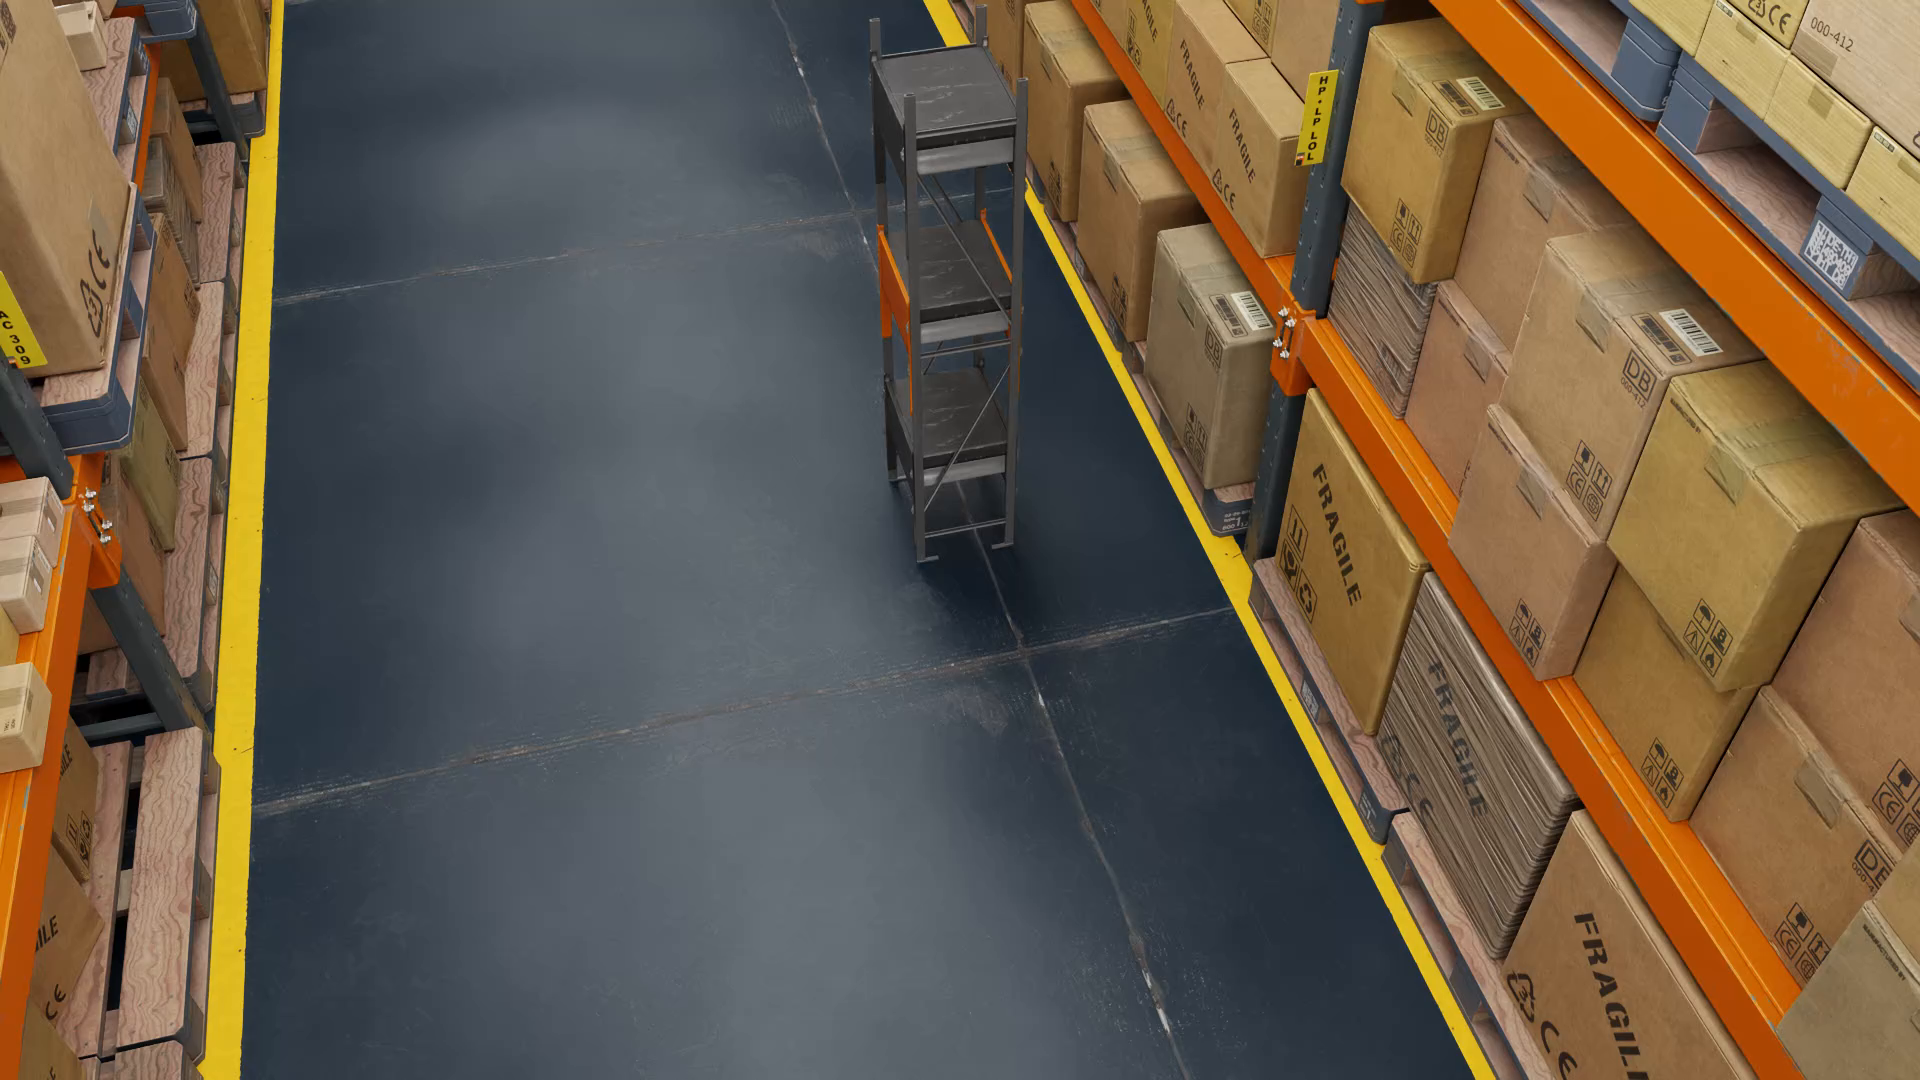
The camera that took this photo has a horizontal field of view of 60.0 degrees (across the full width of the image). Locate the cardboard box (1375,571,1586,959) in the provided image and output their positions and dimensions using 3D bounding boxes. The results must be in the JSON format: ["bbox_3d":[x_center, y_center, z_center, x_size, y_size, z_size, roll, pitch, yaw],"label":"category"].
[{"bbox_3d":[1.963,0.625,5.230,0.875,0.875,0.875,-10,46,-10],"label":"cardboard box"}]

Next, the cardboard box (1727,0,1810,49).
[{"bbox_3d":[1.750,-1.238,3.296,0.500,0.250,0.500,-11,47,-11],"label":"cardboard box"}]

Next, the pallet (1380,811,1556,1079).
[{"bbox_3d":[2.070,1.319,5.309,1.003,0.211,1.213,-11,47,-10],"label":"pallet"}]

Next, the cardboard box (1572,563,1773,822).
[{"bbox_3d":[2.161,0.278,4.273,0.875,0.550,0.500,-11,47,-10],"label":"cardboard box"}]

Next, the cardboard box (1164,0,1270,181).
[{"bbox_3d":[1.114,-1.735,6.280,0.500,0.500,0.500,-11,47,-11],"label":"cardboard box"}]

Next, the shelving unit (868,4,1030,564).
[{"bbox_3d":[-0.042,-0.849,6.112,0.431,2.100,0.503,-11,47,-10],"label":"shelving unit"}]

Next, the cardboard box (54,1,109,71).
[{"bbox_3d":[-3.522,-1.962,6.373,0.396,0.266,0.258,-12,47,-11],"label":"cardboard box"}]

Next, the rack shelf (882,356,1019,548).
[{"bbox_3d":[-0.042,-0.350,6.622,0.431,0.518,0.480,-11,47,-10],"label":"rack shelf"}]

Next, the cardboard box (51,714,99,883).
[{"bbox_3d":[-3.122,0.809,5.313,0.500,0.500,0.500,-12,47,-12],"label":"cardboard box"}]

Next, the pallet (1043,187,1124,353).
[{"bbox_3d":[1.049,-1.427,8.000,1.003,0.211,1.213,-11,47,-10],"label":"pallet"}]

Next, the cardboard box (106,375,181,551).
[{"bbox_3d":[-3.426,-0.242,6.330,0.700,0.500,0.500,-11,47,-11],"label":"cardboard box"}]

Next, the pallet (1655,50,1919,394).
[{"bbox_3d":[2.143,-0.651,3.250,1.003,0.211,1.213,-11,47,-10],"label":"pallet"}]

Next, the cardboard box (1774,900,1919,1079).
[{"bbox_3d":[2.358,1.046,3.520,0.875,0.550,0.550,-11,47,-10],"label":"cardboard box"}]

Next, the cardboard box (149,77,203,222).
[{"bbox_3d":[-4.019,-1.785,7.841,0.700,0.500,0.500,-13,47,-12],"label":"cardboard box"}]

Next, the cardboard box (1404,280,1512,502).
[{"bbox_3d":[1.904,-0.464,5.000,0.875,0.550,0.550,-11,47,-10],"label":"cardboard box"}]

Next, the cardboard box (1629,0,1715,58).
[{"bbox_3d":[1.662,-1.168,3.506,0.380,0.149,0.250,-11,47,-11],"label":"cardboard box"}]

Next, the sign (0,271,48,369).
[{"bbox_3d":[-2.663,-0.610,4.642,0.100,0.325,0.005,-11,47,-10],"label":"sign"}]

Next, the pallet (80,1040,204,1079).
[{"bbox_3d":[-2.664,2.074,4.569,1.003,0.211,1.213,-11,47,-10],"label":"pallet"}]

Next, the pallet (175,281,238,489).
[{"bbox_3d":[-3.702,-0.608,7.198,1.003,0.211,1.213,-11,47,-10],"label":"pallet"}]

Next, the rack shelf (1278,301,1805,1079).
[{"bbox_3d":[2.147,0.593,4.573,1.077,0.370,4.000,-11,47,-10],"label":"rack shelf"}]

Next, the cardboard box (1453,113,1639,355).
[{"bbox_3d":[1.949,-0.851,4.623,0.875,0.550,0.550,-11,47,-10],"label":"cardboard box"}]

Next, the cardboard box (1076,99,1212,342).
[{"bbox_3d":[1.146,-1.478,7.380,1.050,0.750,0.750,-11,47,-10],"label":"cardboard box"}]

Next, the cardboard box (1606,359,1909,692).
[{"bbox_3d":[2.098,-0.088,3.875,0.875,0.550,0.500,-11,47,-10],"label":"cardboard box"}]

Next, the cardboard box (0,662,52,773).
[{"bbox_3d":[-2.614,0.490,4.345,0.380,0.149,0.250,-11,47,-10],"label":"cardboard box"}]

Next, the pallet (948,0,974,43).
[{"bbox_3d":[0.412,-3.365,9.900,1.003,0.211,1.213,-11,47,-10],"label":"pallet"}]

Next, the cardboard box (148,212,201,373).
[{"bbox_3d":[-3.713,-1.014,7.085,0.700,0.500,0.500,-7,46,-7],"label":"cardboard box"}]

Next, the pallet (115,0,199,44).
[{"bbox_3d":[-3.924,-2.425,7.160,1.213,0.211,1.003,-11,47,-10],"label":"pallet"}]

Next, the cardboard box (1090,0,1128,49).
[{"bbox_3d":[0.852,-2.434,6.965,0.500,0.500,0.500,-11,47,-11],"label":"cardboard box"}]

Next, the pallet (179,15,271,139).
[{"bbox_3d":[-4.339,-2.546,9.098,1.003,0.211,1.213,-11,47,-10],"label":"pallet"}]

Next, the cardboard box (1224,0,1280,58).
[{"bbox_3d":[1.368,-2.121,5.959,0.700,0.500,0.500,-11,47,-11],"label":"cardboard box"}]

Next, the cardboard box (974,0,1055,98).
[{"bbox_3d":[0.680,-2.724,8.601,1.050,0.750,0.750,-11,47,-11],"label":"cardboard box"}]

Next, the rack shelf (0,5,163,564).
[{"bbox_3d":[-3.698,-1.332,6.459,1.077,0.370,4.000,-11,47,-10],"label":"rack shelf"}]

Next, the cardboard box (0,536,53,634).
[{"bbox_3d":[-2.792,0.154,4.675,0.380,0.149,0.250,-11,47,-10],"label":"cardboard box"}]

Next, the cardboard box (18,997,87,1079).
[{"bbox_3d":[-2.733,1.617,4.521,0.500,0.500,0.500,-15,47,-14],"label":"cardboard box"}]

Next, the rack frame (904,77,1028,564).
[{"bbox_3d":[0.020,-0.681,5.947,0.400,2.100,0.015,-11,47,-10],"label":"rack frame"}]

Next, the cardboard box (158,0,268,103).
[{"bbox_3d":[-4.366,-2.848,8.634,1.225,0.875,0.875,-13,47,-12],"label":"cardboard box"}]

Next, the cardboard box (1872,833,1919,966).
[{"bbox_3d":[2.371,0.665,3.137,0.875,0.550,0.550,-11,47,-10],"label":"cardboard box"}]

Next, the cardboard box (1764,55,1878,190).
[{"bbox_3d":[1.789,-0.820,3.165,0.380,0.149,0.250,-10,46,-10],"label":"cardboard box"}]

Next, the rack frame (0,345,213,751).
[{"bbox_3d":[-3.186,-0.203,4.848,1.000,3.000,0.127,-11,47,-10],"label":"rack frame"}]

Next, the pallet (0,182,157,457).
[{"bbox_3d":[-3.241,-0.690,5.460,1.003,0.211,1.213,-11,47,-10],"label":"pallet"}]

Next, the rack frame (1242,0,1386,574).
[{"bbox_3d":[1.635,-1.040,5.669,1.000,3.000,0.127,-11,47,-10],"label":"rack frame"}]
